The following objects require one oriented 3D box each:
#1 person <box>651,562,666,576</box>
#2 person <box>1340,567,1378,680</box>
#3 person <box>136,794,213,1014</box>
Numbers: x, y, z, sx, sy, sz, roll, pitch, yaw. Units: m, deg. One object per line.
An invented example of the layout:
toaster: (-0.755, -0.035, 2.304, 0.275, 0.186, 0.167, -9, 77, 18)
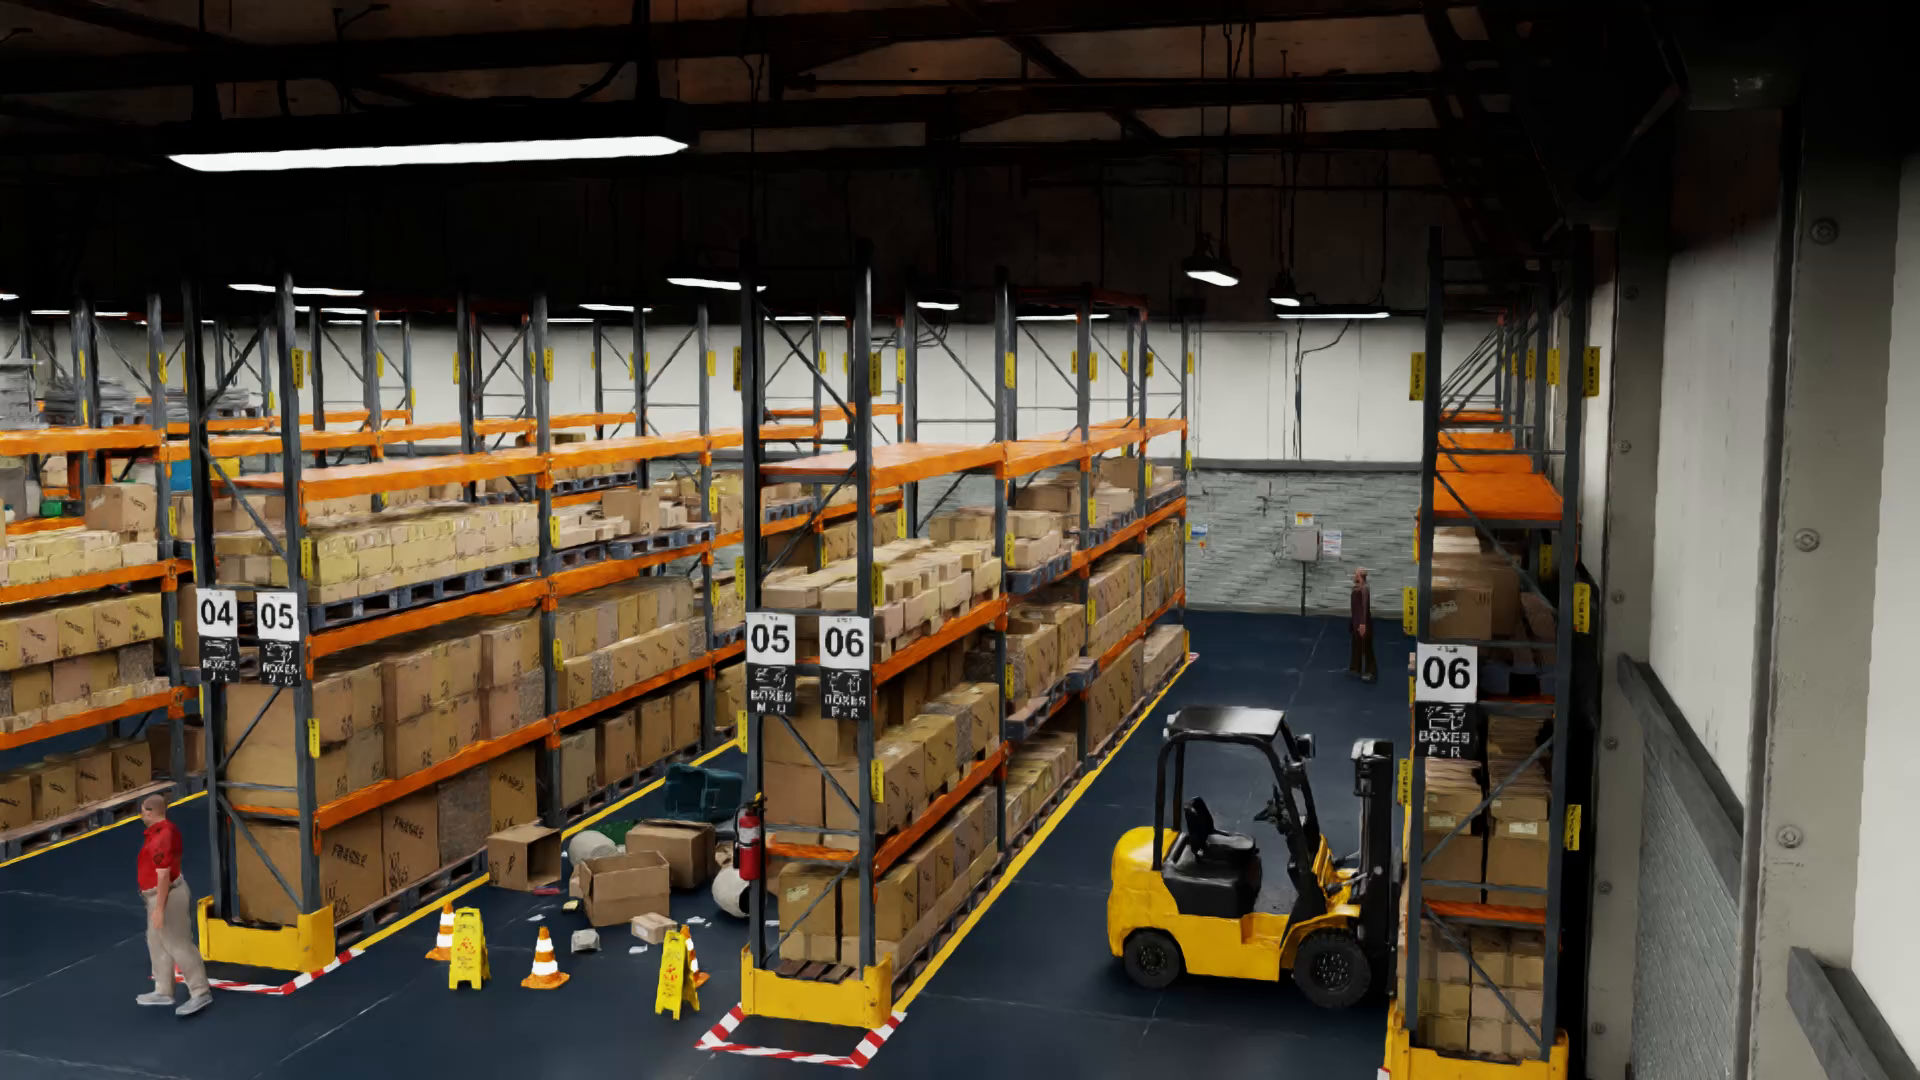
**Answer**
person: (-6.661, 0.288, 35.853, 0.737, 1.753, 0.498, -3, 7, -28)
person: (6.392, 1.313, 26.491, 0.554, 1.777, 0.682, 1, 6, 6)
person: (-6.248, 2.857, 13.124, 0.583, 1.717, 0.595, -2, 7, -20)
